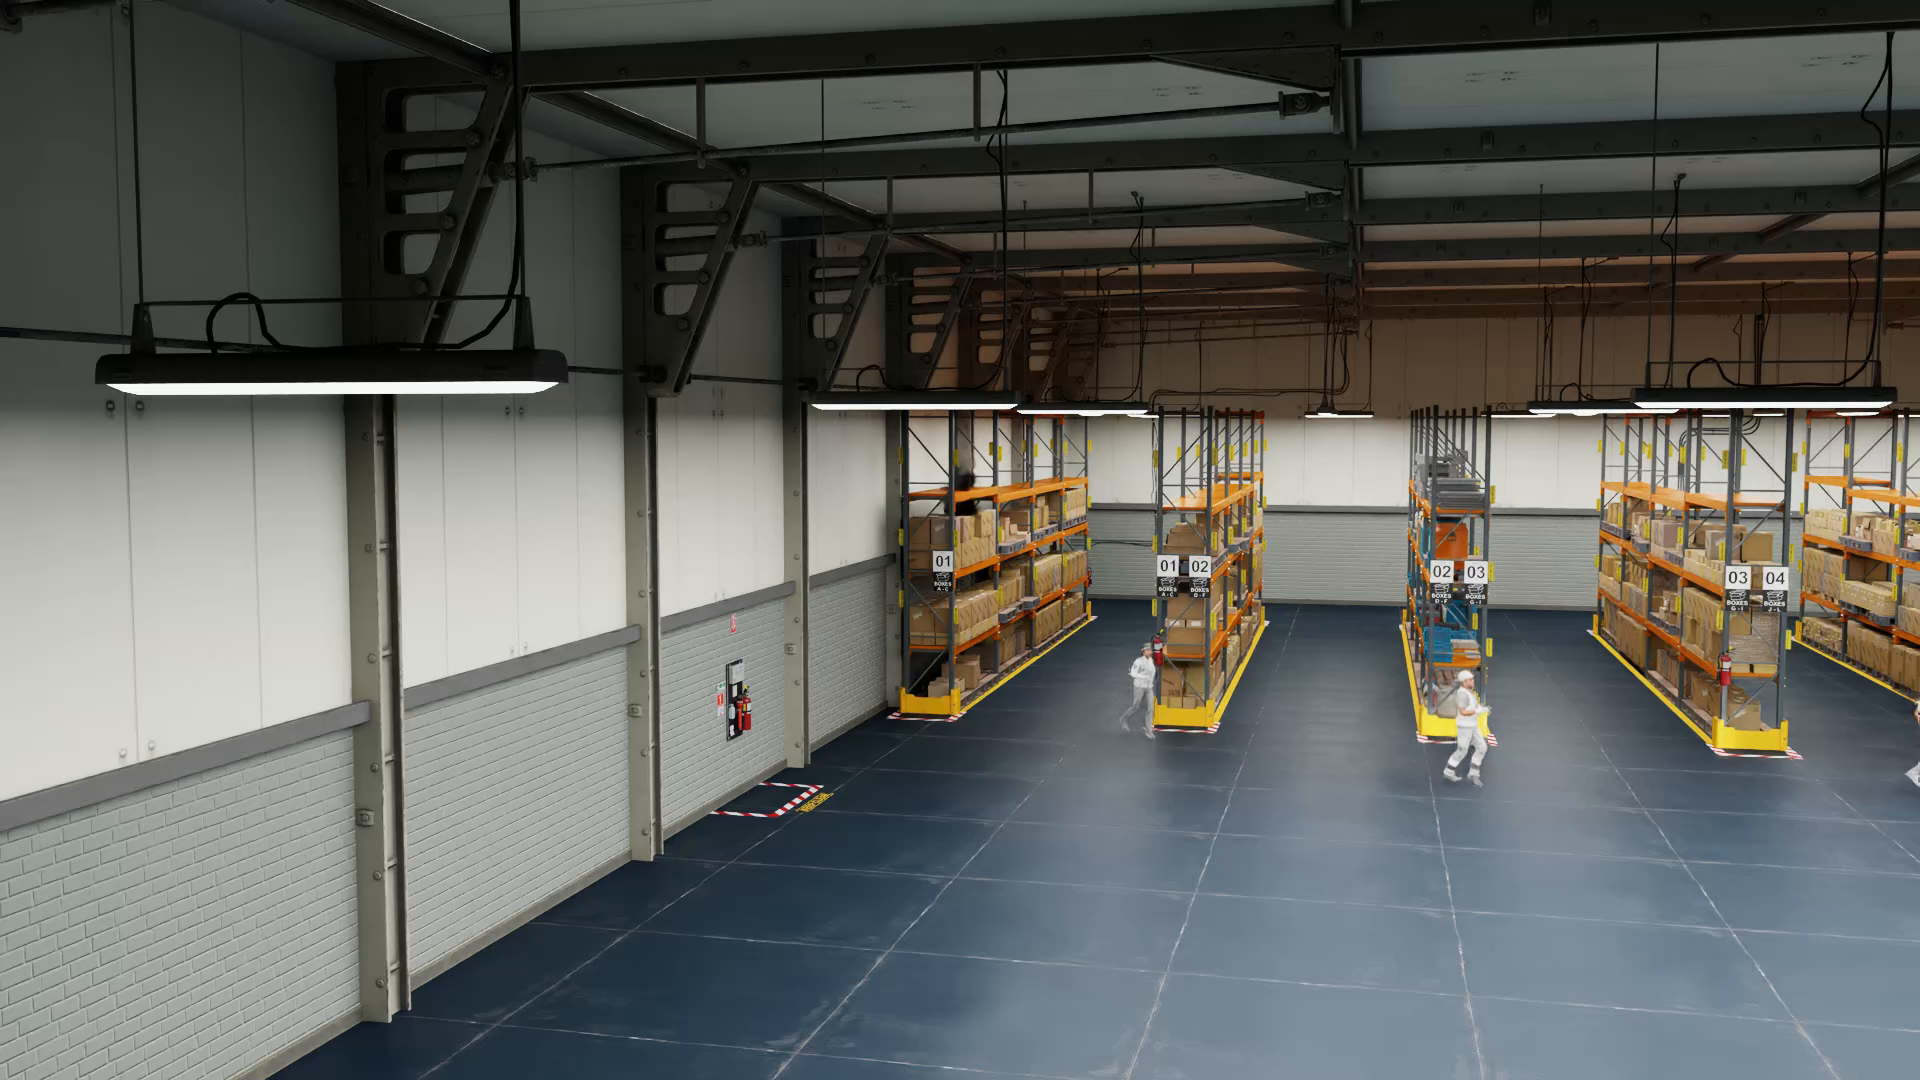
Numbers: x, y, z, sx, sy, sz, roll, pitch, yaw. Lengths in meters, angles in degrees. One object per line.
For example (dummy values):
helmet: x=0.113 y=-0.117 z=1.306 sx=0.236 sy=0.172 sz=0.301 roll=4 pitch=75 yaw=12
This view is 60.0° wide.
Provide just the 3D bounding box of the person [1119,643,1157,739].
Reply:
person: x=3.323 y=2.709 z=30.253 sx=0.625 sy=1.712 sz=0.856 roll=-3 pitch=5 yaw=-35

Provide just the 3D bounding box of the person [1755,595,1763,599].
person: x=21.267 y=1.688 z=44.464 sx=0.607 sy=1.682 sz=0.768 roll=0 pitch=4 yaw=-3

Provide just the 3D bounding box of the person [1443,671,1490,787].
person: x=7.954 y=2.962 z=26.039 sx=0.720 sy=1.839 sz=0.631 roll=3 pitch=5 yaw=34

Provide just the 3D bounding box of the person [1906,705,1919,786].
person: x=14.950 y=3.006 z=25.384 sx=0.665 sy=1.797 sz=0.926 roll=-2 pitch=5 yaw=-31
